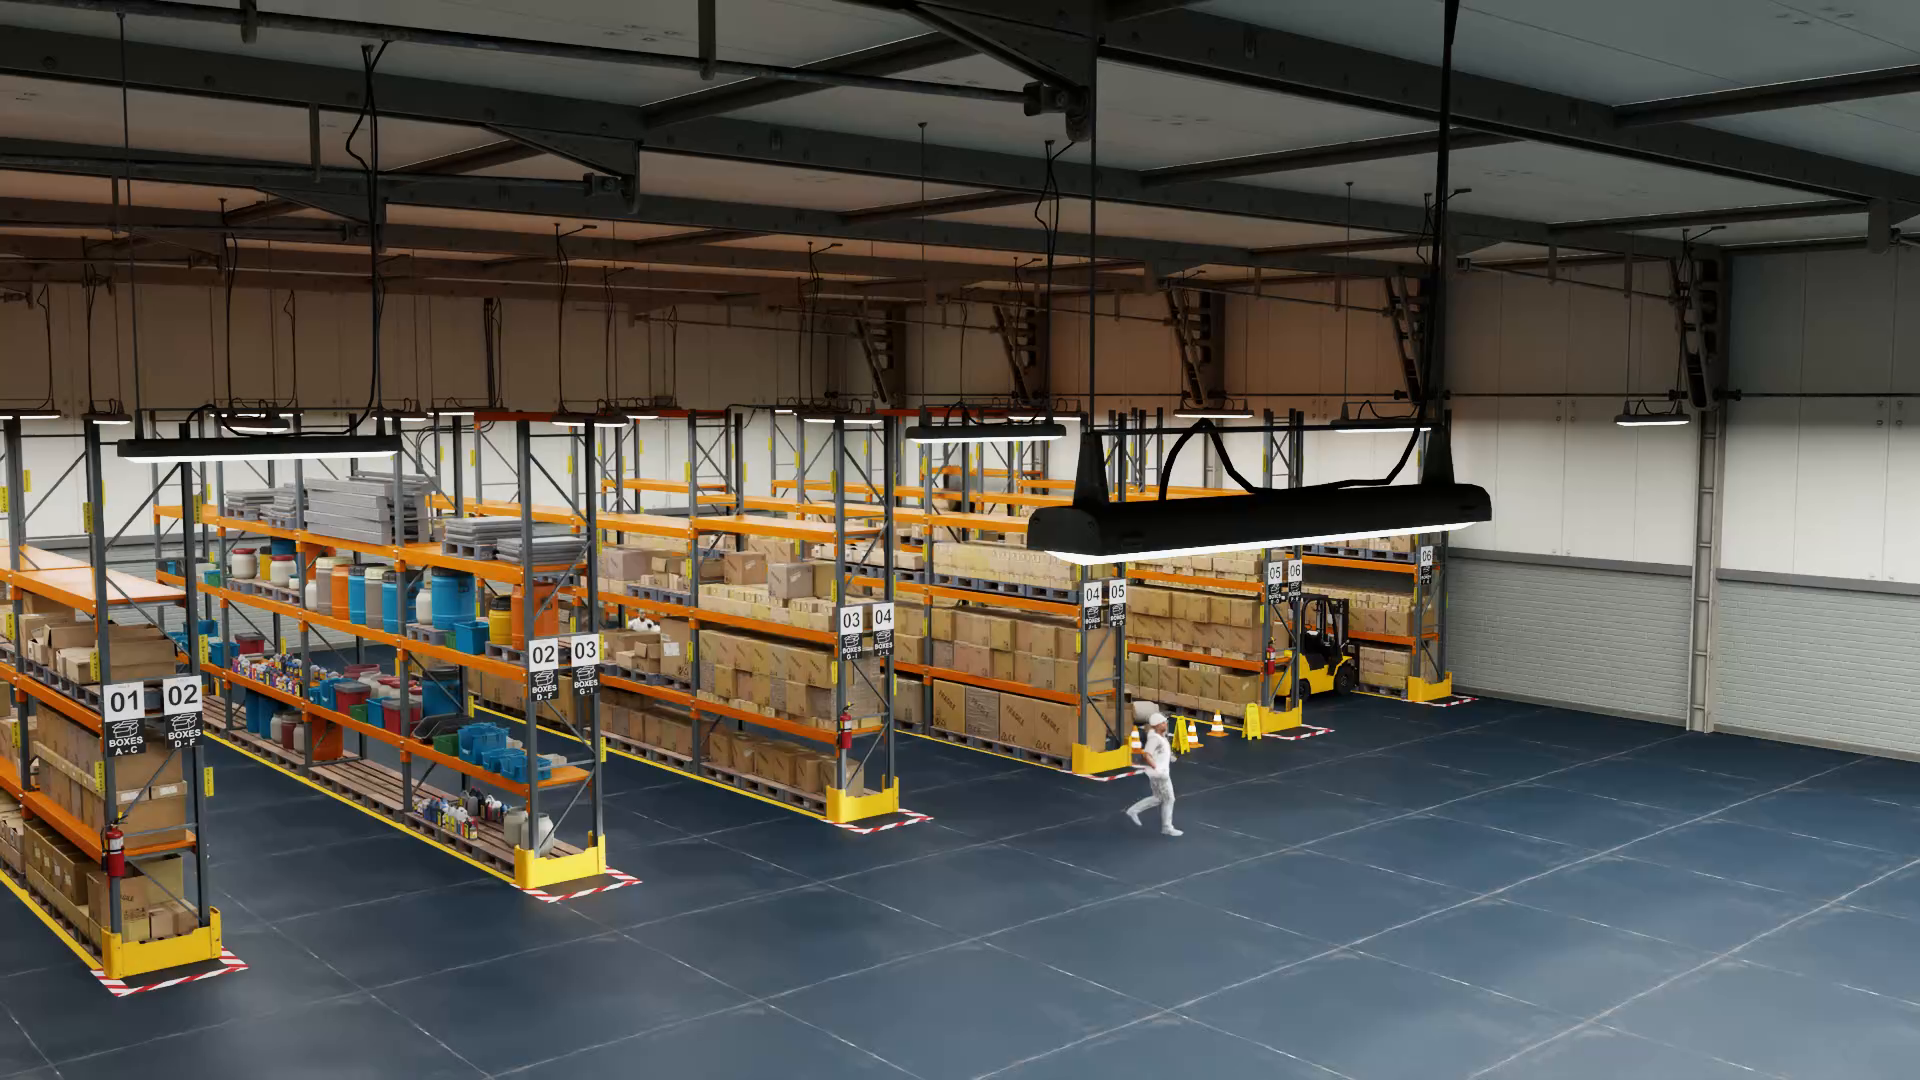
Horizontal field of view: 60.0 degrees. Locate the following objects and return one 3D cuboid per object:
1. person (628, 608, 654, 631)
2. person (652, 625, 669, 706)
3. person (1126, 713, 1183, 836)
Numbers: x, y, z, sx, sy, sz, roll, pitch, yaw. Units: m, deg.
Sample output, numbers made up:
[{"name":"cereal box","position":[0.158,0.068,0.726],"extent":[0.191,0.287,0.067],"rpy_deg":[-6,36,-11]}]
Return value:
[{"name":"person","position":[-6.836,2.316,35.860],"extent":[0.659,1.786,0.680],"rpy_deg":[-4,6,-38]},{"name":"person","position":[-5.926,2.563,32.978],"extent":[0.633,1.767,0.689],"rpy_deg":[-4,7,-42]},{"name":"person","position":[2.794,3.359,23.889],"extent":[0.824,1.777,0.673],"rpy_deg":[0,5,2]}]
